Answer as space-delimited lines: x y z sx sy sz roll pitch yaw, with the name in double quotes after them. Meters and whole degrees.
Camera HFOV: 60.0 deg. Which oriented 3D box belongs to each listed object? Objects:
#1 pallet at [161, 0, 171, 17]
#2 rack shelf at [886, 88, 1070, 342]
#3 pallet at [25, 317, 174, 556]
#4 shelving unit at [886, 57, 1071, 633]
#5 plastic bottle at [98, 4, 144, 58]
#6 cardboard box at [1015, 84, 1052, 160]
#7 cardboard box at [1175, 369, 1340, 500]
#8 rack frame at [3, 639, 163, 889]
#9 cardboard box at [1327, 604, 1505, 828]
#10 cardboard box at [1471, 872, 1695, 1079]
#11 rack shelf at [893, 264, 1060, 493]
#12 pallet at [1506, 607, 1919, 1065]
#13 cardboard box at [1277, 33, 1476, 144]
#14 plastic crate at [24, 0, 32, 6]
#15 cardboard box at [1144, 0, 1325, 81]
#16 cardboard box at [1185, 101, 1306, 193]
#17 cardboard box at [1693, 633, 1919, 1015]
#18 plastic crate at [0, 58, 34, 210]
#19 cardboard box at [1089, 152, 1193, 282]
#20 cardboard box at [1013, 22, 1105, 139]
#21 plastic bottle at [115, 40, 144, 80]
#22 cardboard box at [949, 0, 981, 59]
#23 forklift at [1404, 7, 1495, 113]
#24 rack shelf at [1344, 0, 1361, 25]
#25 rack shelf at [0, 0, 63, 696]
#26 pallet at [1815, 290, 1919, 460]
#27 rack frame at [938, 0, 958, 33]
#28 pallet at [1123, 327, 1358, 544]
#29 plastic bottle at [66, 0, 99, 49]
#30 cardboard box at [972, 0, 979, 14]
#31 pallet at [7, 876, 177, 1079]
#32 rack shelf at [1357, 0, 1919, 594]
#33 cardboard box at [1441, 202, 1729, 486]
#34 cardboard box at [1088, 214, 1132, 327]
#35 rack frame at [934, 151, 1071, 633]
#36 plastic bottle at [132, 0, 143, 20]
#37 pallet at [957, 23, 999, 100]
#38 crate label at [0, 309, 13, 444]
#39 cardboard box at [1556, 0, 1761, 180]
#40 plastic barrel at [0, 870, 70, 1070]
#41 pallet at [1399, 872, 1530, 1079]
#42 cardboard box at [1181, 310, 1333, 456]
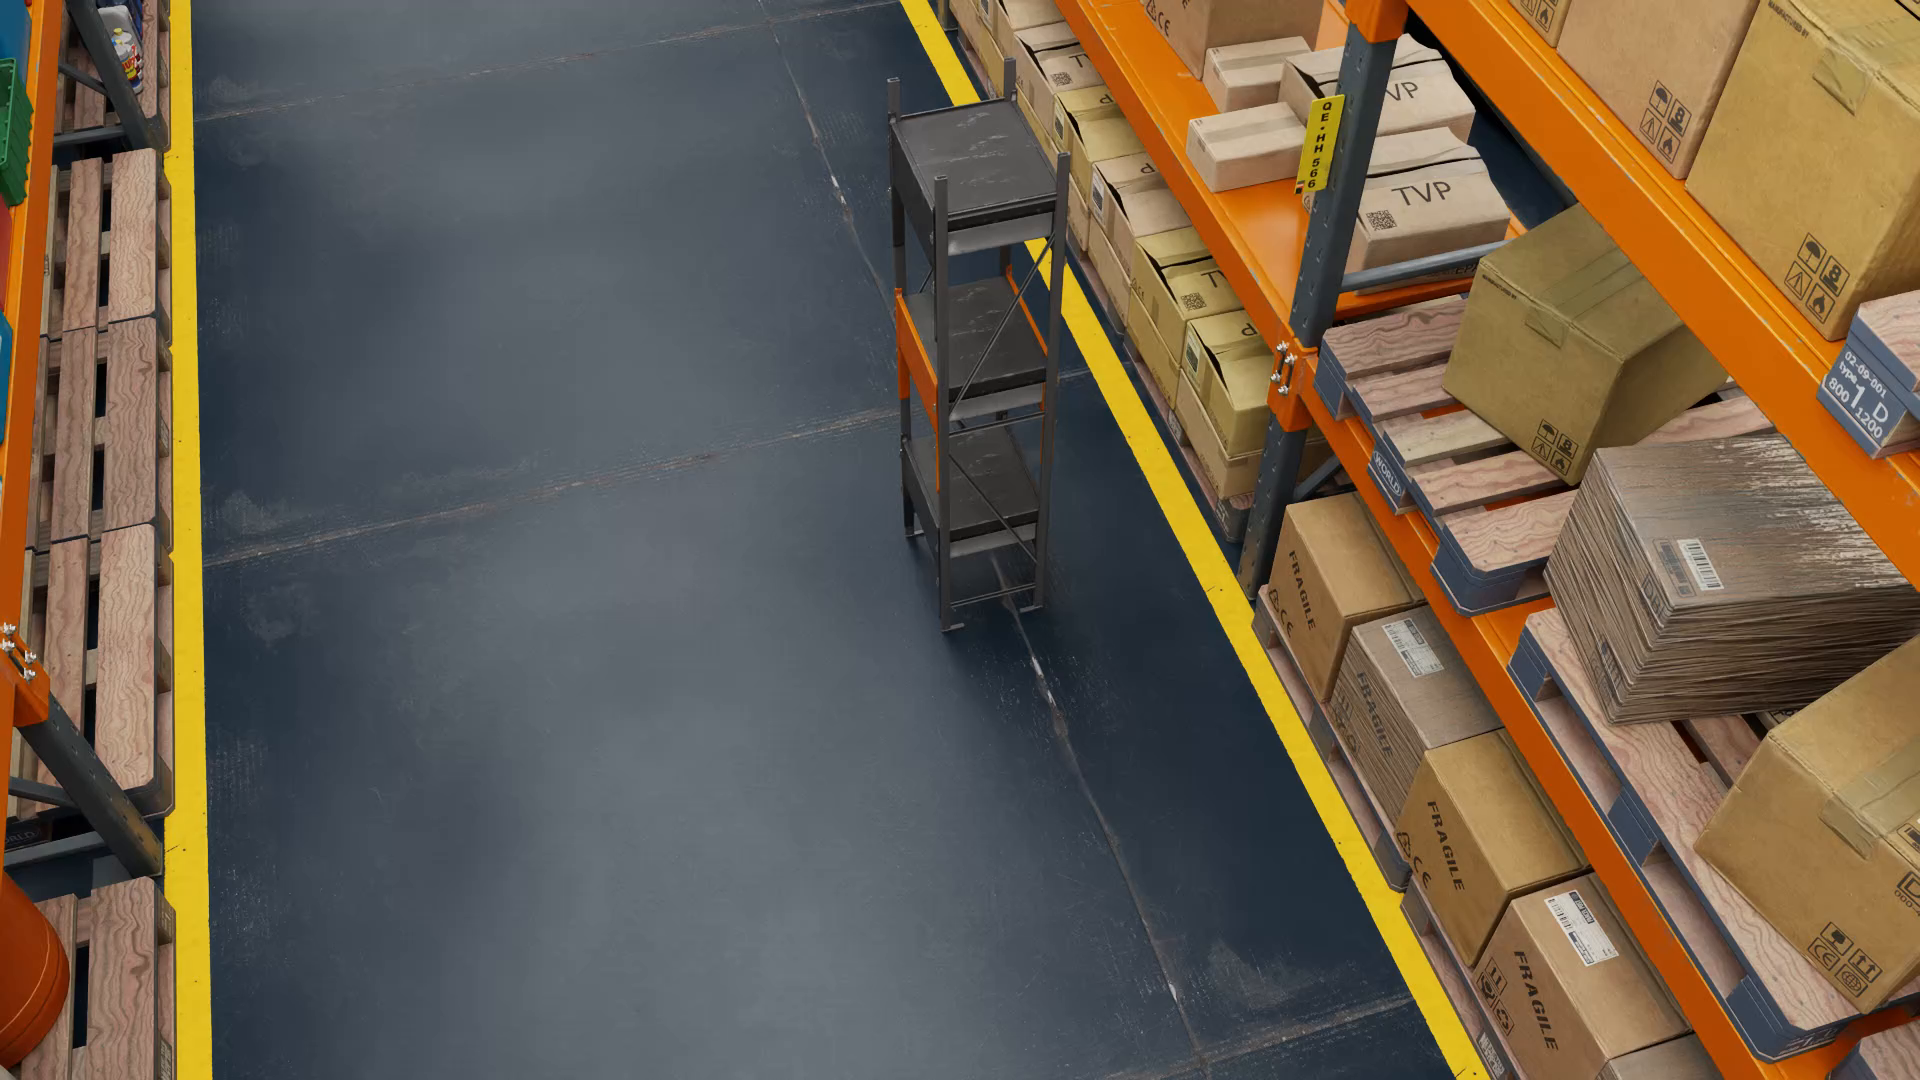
-4.879 -3.185 9.086 1.003 0.211 1.213 -13 51 -11 "pallet"
0.049 -0.998 5.110 0.431 0.518 0.480 -13 51 -11 "rack shelf"
-3.722 -0.335 6.684 1.003 0.211 1.213 -13 51 -11 "pallet"
0.049 -0.556 5.635 0.431 2.100 0.503 -13 51 -11 "shelving unit"
-4.153 -2.517 8.193 0.152 0.276 0.135 -12 51 -10 "plastic bottle"
0.566 -1.955 7.750 0.500 0.250 0.500 -15 51 -12 "cardboard box"
1.172 -0.465 6.493 0.500 0.250 0.500 -12 51 -10 "cardboard box"
-3.173 0.231 4.383 1.000 3.000 0.127 -13 51 -11 "rack frame"
1.582 0.555 5.457 0.500 0.500 0.500 -15 51 -12 "cardboard box"
1.885 1.303 4.827 0.500 0.500 0.500 -15 51 -12 "cardboard box"
0.049 -0.547 5.645 0.431 0.518 0.480 -13 51 -11 "rack shelf"
2.140 0.595 4.202 1.003 0.211 1.213 -13 51 -11 "pallet"
1.481 -1.555 5.947 0.500 0.311 0.500 -14 51 -11 "cardboard box"
-3.920 -2.427 6.582 0.402 0.464 0.583 -13 51 -11 "plastic crate"
1.049 -2.141 6.317 0.500 0.500 0.500 -16 52 -13 "cardboard box"
1.030 -1.400 5.922 0.380 0.149 0.250 -13 51 -11 "cardboard box"
2.162 0.591 3.740 0.700 0.500 0.500 -25 54 -20 "cardboard box"
-3.571 -1.414 5.909 0.450 0.188 0.662 -13 51 -11 "plastic crate"
0.864 -1.391 6.907 0.500 0.311 0.500 -14 51 -11 "cardboard box"
0.559 -2.135 7.535 0.500 0.311 0.500 -15 51 -12 "cardboard box"
-4.061 -2.337 8.090 0.097 0.201 0.097 0 50 0 "plastic bottle"
0.260 -2.707 8.383 0.500 0.250 0.500 -14 51 -12 "cardboard box"
3.236 -3.044 7.189 1.130 2.935 3.031 -20 53 -16 "forklift"
0.969 -3.082 5.685 1.077 0.370 4.000 -13 51 -11 "rack shelf"
-3.764 -0.998 5.890 1.077 0.370 4.000 -13 51 -11 "rack shelf"
2.308 -0.120 2.840 1.213 0.211 1.003 -13 51 -11 "pallet"
0.377 -3.808 7.788 1.000 3.000 0.127 -13 51 -11 "rack frame"
1.354 -0.598 6.906 1.003 0.211 1.213 -13 51 -11 "pallet"
-4.335 -2.630 8.239 0.144 0.351 0.185 -13 51 -11 "plastic bottle"
0.262 -2.880 8.162 0.500 0.311 0.500 -13 51 -11 "cardboard box"
-2.900 1.696 4.972 1.003 0.211 1.213 -13 51 -11 "pallet"
2.152 -0.161 3.222 1.077 0.370 4.000 -13 51 -11 "rack shelf"
1.854 -0.620 4.760 0.700 0.500 0.500 -30 56 -23 "cardboard box"
0.870 -1.209 7.120 0.500 0.250 0.500 -12 51 -10 "cardboard box"
0.121 -0.378 5.485 0.400 2.100 0.015 -13 51 -11 "rack frame"
-4.254 -2.800 8.383 0.144 0.351 0.185 -15 52 -13 "plastic bottle"
0.633 -2.380 8.408 1.003 0.211 1.213 -13 51 -11 "pallet"
-3.208 -0.568 5.033 0.502 0.435 0.616 -13 51 -11 "crate label"
1.872 -1.202 3.564 0.910 0.500 0.500 -13 51 -11 "cardboard box"
-3.012 1.148 4.755 0.600 0.830 0.708 -13 51 -11 "plastic barrel"
2.102 1.455 5.175 1.003 0.211 1.213 -13 51 -11 "pallet"
1.170 -0.643 6.277 0.500 0.311 0.500 -12 51 -10 "cardboard box"
